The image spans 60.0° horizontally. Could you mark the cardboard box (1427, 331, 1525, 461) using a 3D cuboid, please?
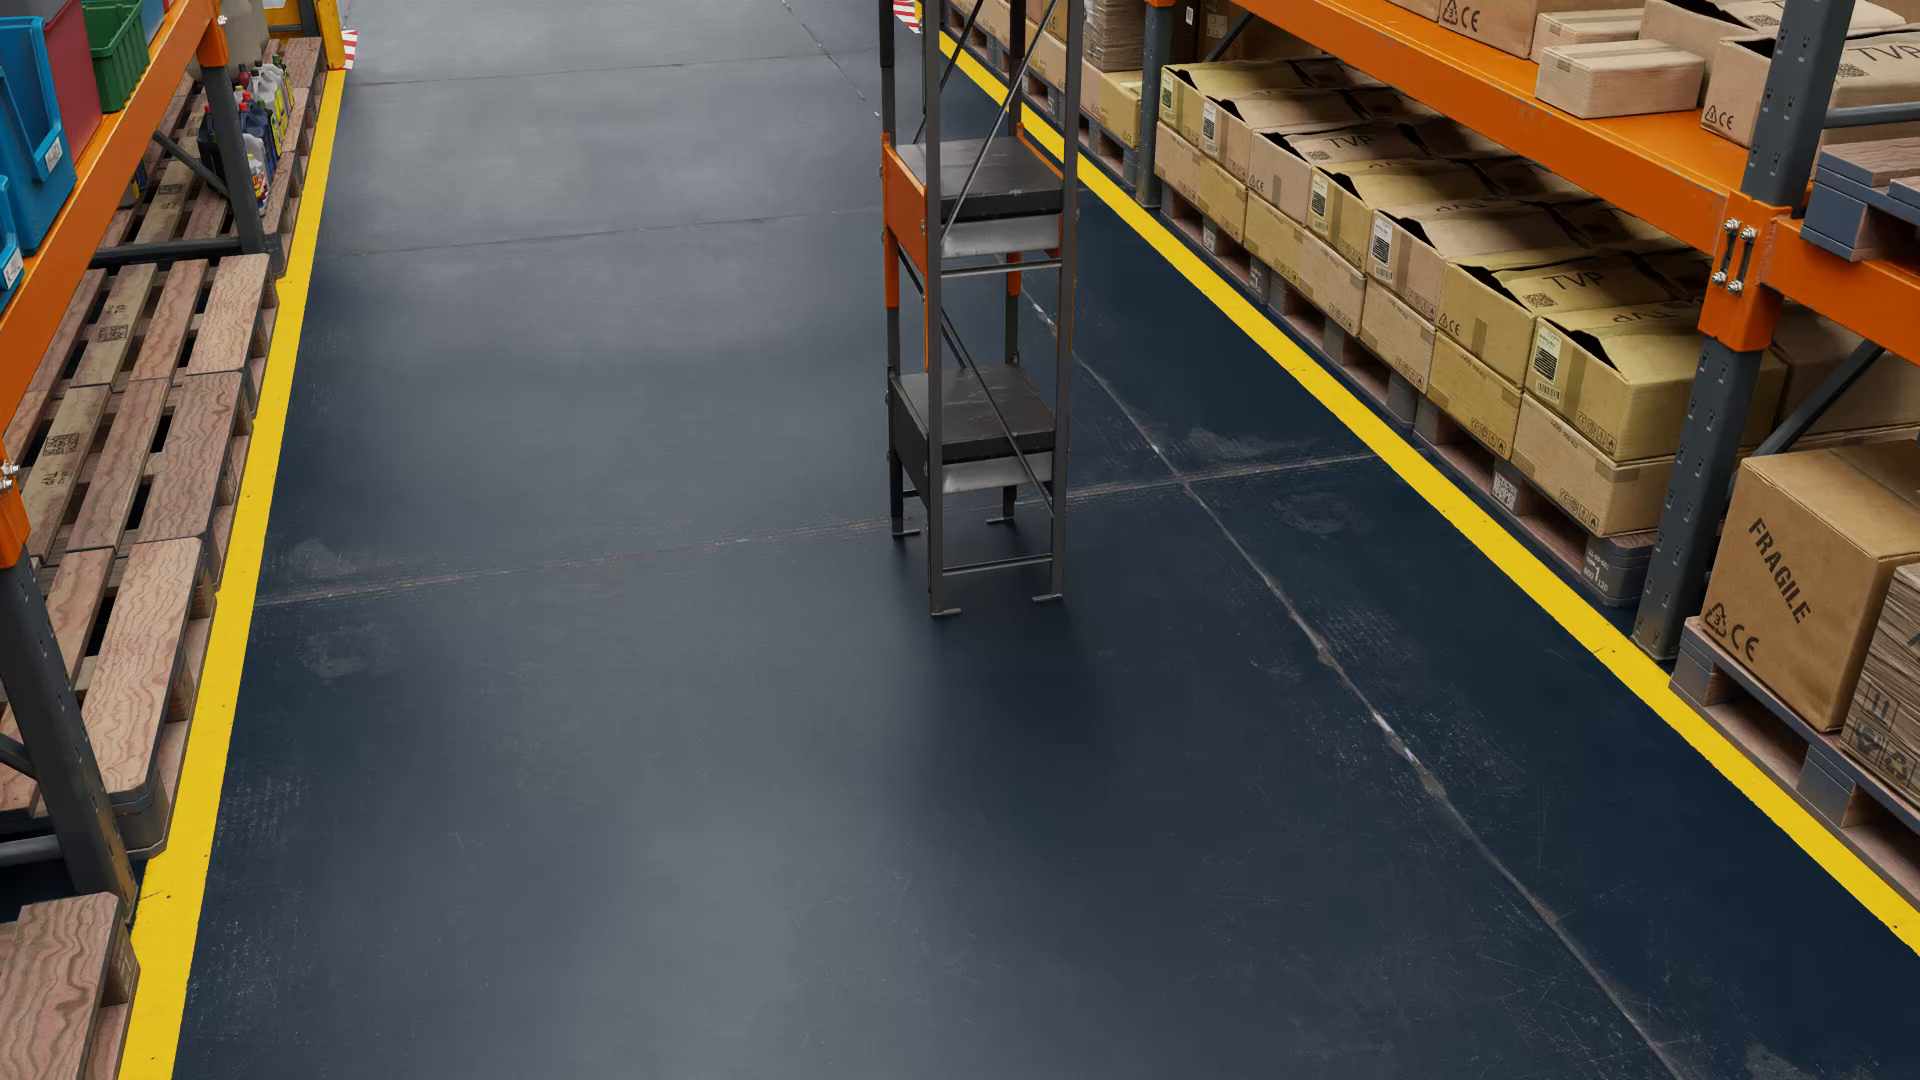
[{"bbox_3d":[1.897,-0.509,5.461,0.500,0.250,0.500,-8,31,-14],"label":"cardboard box"}]

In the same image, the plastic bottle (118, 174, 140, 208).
[{"bbox_3d":[-3.736,-1.658,7.326,0.144,0.351,0.185,-8,31,-13],"label":"plastic bottle"}]

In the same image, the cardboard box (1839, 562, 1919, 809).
[{"bbox_3d":[2.402,0.354,3.700,0.500,0.500,0.500,-9,31,-15],"label":"cardboard box"}]

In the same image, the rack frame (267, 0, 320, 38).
[{"bbox_3d":[-4.488,-4.254,9.606,1.000,3.000,0.127,-8,31,-13],"label":"rack frame"}]

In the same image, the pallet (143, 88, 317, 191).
[{"bbox_3d":[-3.891,-2.036,8.556,1.003,0.211,1.213,-8,31,-13],"label":"pallet"}]

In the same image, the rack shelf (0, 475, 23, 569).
[{"bbox_3d":[-1.833,0.887,1.441,1.077,0.370,4.000,-8,31,-13],"label":"rack shelf"}]

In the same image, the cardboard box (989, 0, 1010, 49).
[{"bbox_3d":[0.485,-3.132,9.992,0.500,0.250,0.500,-8,31,-13],"label":"cardboard box"}]

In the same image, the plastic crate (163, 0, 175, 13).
[{"bbox_3d":[-3.002,-2.157,5.918,0.402,0.464,0.583,-8,31,-13],"label":"plastic crate"}]

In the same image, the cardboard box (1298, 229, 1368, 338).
[{"bbox_3d":[1.627,-1.000,6.310,0.500,0.250,0.500,-7,31,-12],"label":"cardboard box"}]

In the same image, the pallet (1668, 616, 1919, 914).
[{"bbox_3d":[2.574,0.525,4.132,1.003,0.211,1.213,-8,31,-13],"label":"pallet"}]

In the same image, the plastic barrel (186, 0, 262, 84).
[{"bbox_3d":[-4.106,-2.809,9.174,0.421,0.512,0.421,0,30,0],"label":"plastic barrel"}]

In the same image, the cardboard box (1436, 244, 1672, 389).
[{"bbox_3d":[1.892,-0.752,5.321,0.500,0.311,0.500,-8,31,-14],"label":"cardboard box"}]

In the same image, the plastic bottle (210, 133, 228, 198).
[{"bbox_3d":[-3.303,-1.687,7.443,0.061,0.283,0.133,-8,31,-13],"label":"plastic bottle"}]

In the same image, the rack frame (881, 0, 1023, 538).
[{"bbox_3d":[-0.021,-0.947,4.789,0.400,2.100,0.015,-8,31,-13],"label":"rack frame"}]

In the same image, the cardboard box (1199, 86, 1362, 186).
[{"bbox_3d":[1.348,-1.738,7.025,0.500,0.311,0.500,-8,31,-14],"label":"cardboard box"}]

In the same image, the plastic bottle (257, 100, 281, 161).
[{"bbox_3d":[-3.294,-1.959,7.912,0.061,0.283,0.133,-6,31,-11],"label":"plastic bottle"}]

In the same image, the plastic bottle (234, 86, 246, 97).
[{"bbox_3d":[-3.616,-2.187,8.388,0.097,0.201,0.097,0,30,0],"label":"plastic bottle"}]

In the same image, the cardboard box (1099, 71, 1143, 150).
[{"bbox_3d":[1.017,-2.166,8.323,0.500,0.250,0.500,-8,31,-13],"label":"cardboard box"}]

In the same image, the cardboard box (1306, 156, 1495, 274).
[{"bbox_3d":[1.629,-1.238,6.161,0.500,0.311,0.500,-7,31,-12],"label":"cardboard box"}]

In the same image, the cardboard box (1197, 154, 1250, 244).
[{"bbox_3d":[1.353,-1.496,7.166,0.500,0.250,0.500,-7,31,-12],"label":"cardboard box"}]

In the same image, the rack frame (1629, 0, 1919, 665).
[{"bbox_3d":[2.412,-1.047,4.065,1.000,3.000,0.127,-8,31,-13],"label":"rack frame"}]

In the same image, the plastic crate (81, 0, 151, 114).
[{"bbox_3d":[-2.692,-1.427,4.933,0.450,0.188,0.662,-8,31,-13],"label":"plastic crate"}]

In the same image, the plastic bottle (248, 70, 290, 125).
[{"bbox_3d":[-3.500,-2.245,8.414,0.152,0.276,0.135,-9,31,-15],"label":"plastic bottle"}]

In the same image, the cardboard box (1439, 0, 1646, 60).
[{"bbox_3d":[1.951,-1.899,5.436,0.500,0.500,0.500,-10,31,-16],"label":"cardboard box"}]

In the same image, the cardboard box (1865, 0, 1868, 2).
[{"bbox_3d":[5.720,-3.371,10.487,0.380,0.149,0.250,-10,32,-17],"label":"cardboard box"}]

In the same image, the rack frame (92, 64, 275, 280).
[{"bbox_3d":[-3.426,-2.322,6.268,1.000,3.000,0.127,-8,31,-13],"label":"rack frame"}]

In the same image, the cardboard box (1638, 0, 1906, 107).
[{"bbox_3d":[2.362,-1.466,4.878,0.500,0.311,0.500,-8,31,-14],"label":"cardboard box"}]

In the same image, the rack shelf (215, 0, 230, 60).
[{"bbox_3d":[-3.957,-2.977,8.117,1.077,0.370,4.000,-8,31,-13],"label":"rack shelf"}]

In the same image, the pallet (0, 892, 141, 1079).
[{"bbox_3d":[-2.115,1.192,2.980,1.003,0.211,1.213,-8,31,-13],"label":"pallet"}]

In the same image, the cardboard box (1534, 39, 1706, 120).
[{"bbox_3d":[1.907,-1.336,4.815,0.380,0.149,0.250,-8,31,-13],"label":"cardboard box"}]

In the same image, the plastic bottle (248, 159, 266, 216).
[{"bbox_3d":[-3.088,-1.544,7.208,0.097,0.271,0.097,0,30,0],"label":"plastic bottle"}]

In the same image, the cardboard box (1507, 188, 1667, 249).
[{"bbox_3d":[2.276,-1.073,5.875,0.500,0.311,0.500,-9,31,-15],"label":"cardboard box"}]

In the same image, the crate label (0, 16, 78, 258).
[{"bbox_3d":[-2.367,-0.922,3.812,0.502,0.435,0.616,-8,31,-13],"label":"crate label"}]

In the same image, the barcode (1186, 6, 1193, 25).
[{"bbox_3d":[1.017,-2.325,7.370,0.001,0.075,0.075,-8,31,-13],"label":"barcode"}]

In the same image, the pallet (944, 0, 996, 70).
[{"bbox_3d":[0.532,-3.340,10.810,1.003,0.211,1.213,-8,31,-13],"label":"pallet"}]

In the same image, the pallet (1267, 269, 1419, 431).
[{"bbox_3d":[1.911,-0.831,6.475,1.003,0.211,1.213,-8,31,-13],"label":"pallet"}]

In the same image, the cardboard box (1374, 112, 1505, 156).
[{"bbox_3d":[2.009,-1.564,6.724,0.500,0.311,0.500,-8,31,-13],"label":"cardboard box"}]

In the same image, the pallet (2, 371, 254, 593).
[{"bbox_3d":[-2.853,-0.151,5.300,1.003,0.211,1.213,-8,31,-13],"label":"pallet"}]

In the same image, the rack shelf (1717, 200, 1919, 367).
[{"bbox_3d":[2.943,0.230,2.576,1.077,0.370,4.000,-8,31,-13],"label":"rack shelf"}]

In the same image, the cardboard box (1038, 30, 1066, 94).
[{"bbox_3d":[0.747,-2.648,9.156,0.500,0.250,0.500,-8,31,-13],"label":"cardboard box"}]

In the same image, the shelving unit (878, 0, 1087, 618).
[{"bbox_3d":[0.044,-0.829,4.586,0.431,2.100,0.503,-8,31,-13],"label":"shelving unit"}]

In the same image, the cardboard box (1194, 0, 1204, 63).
[{"bbox_3d":[1.389,-2.801,8.673,0.500,0.500,0.500,-8,31,-13],"label":"cardboard box"}]

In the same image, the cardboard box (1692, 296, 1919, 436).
[{"bbox_3d":[2.556,-0.574,5.013,0.500,0.311,0.500,-7,31,-12],"label":"cardboard box"}]

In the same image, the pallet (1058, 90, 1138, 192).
[{"bbox_3d":[1.180,-2.162,8.774,1.003,0.211,1.213,-8,31,-13],"label":"pallet"}]

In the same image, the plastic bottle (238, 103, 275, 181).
[{"bbox_3d":[-3.240,-1.811,7.590,0.144,0.351,0.185,-7,31,-12],"label":"plastic bottle"}]

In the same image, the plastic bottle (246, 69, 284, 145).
[{"bbox_3d":[-3.403,-2.108,8.102,0.144,0.351,0.185,-8,31,-14],"label":"plastic bottle"}]

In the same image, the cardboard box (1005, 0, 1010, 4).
[{"bbox_3d":[0.496,-3.458,9.806,0.500,0.500,0.500,-8,31,-13],"label":"cardboard box"}]

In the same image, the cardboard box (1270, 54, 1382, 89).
[{"bbox_3d":[1.735,-2.056,7.574,0.500,0.311,0.500,-8,31,-13],"label":"cardboard box"}]

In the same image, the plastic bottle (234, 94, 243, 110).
[{"bbox_3d":[-3.539,-2.044,8.066,0.152,0.276,0.135,-8,31,-13],"label":"plastic bottle"}]

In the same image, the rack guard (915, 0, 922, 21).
[{"bbox_3d":[0.283,-3.841,11.387,1.175,0.500,0.348,-8,31,-13],"label":"rack guard"}]

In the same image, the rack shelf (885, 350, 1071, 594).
[{"bbox_3d":[0.044,-0.211,4.943,0.431,0.518,0.480,-8,31,-13],"label":"rack shelf"}]

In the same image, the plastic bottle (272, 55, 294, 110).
[{"bbox_3d":[-3.529,-2.386,8.651,0.061,0.283,0.133,-7,31,-12],"label":"plastic bottle"}]

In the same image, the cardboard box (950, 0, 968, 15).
[{"bbox_3d":[0.217,-3.614,10.825,0.500,0.250,0.500,-8,31,-13],"label":"cardboard box"}]

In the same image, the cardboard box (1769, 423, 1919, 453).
[{"bbox_3d":[2.556,-0.331,5.153,0.500,0.250,0.500,-8,31,-13],"label":"cardboard box"}]

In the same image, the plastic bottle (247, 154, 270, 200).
[{"bbox_3d":[-3.142,-1.612,7.395,0.097,0.201,0.097,0,30,0],"label":"plastic bottle"}]

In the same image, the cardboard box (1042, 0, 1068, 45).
[{"bbox_3d":[0.759,-2.974,8.971,0.500,0.500,0.500,-8,31,-13],"label":"cardboard box"}]
